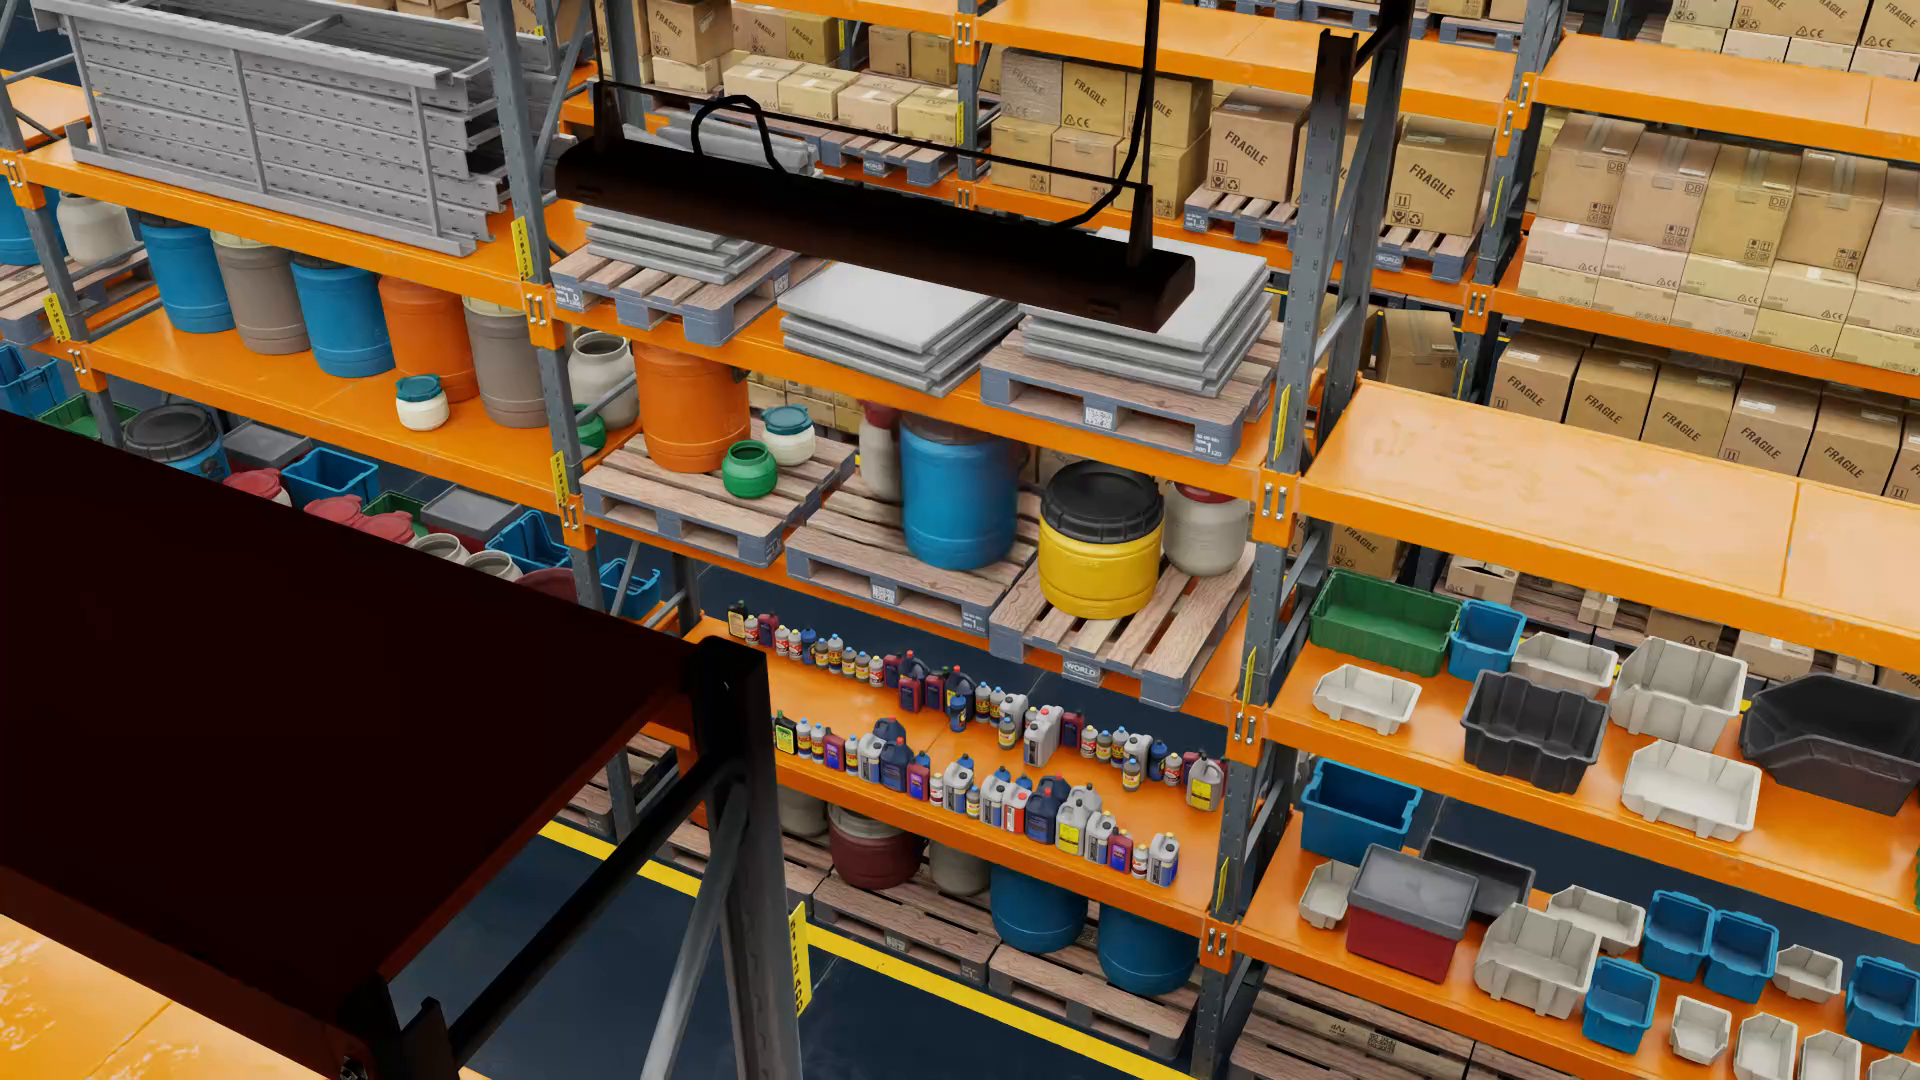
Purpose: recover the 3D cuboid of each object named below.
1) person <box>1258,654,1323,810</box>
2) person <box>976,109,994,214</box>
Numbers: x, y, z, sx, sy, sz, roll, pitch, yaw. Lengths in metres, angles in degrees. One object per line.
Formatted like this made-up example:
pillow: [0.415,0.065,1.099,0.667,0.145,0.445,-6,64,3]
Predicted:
person: [2.097,1.298,10.551,0.452,1.677,0.560,10,36,14]
person: [0.313,-3.706,17.665,0.619,1.742,0.626,8,36,11]
